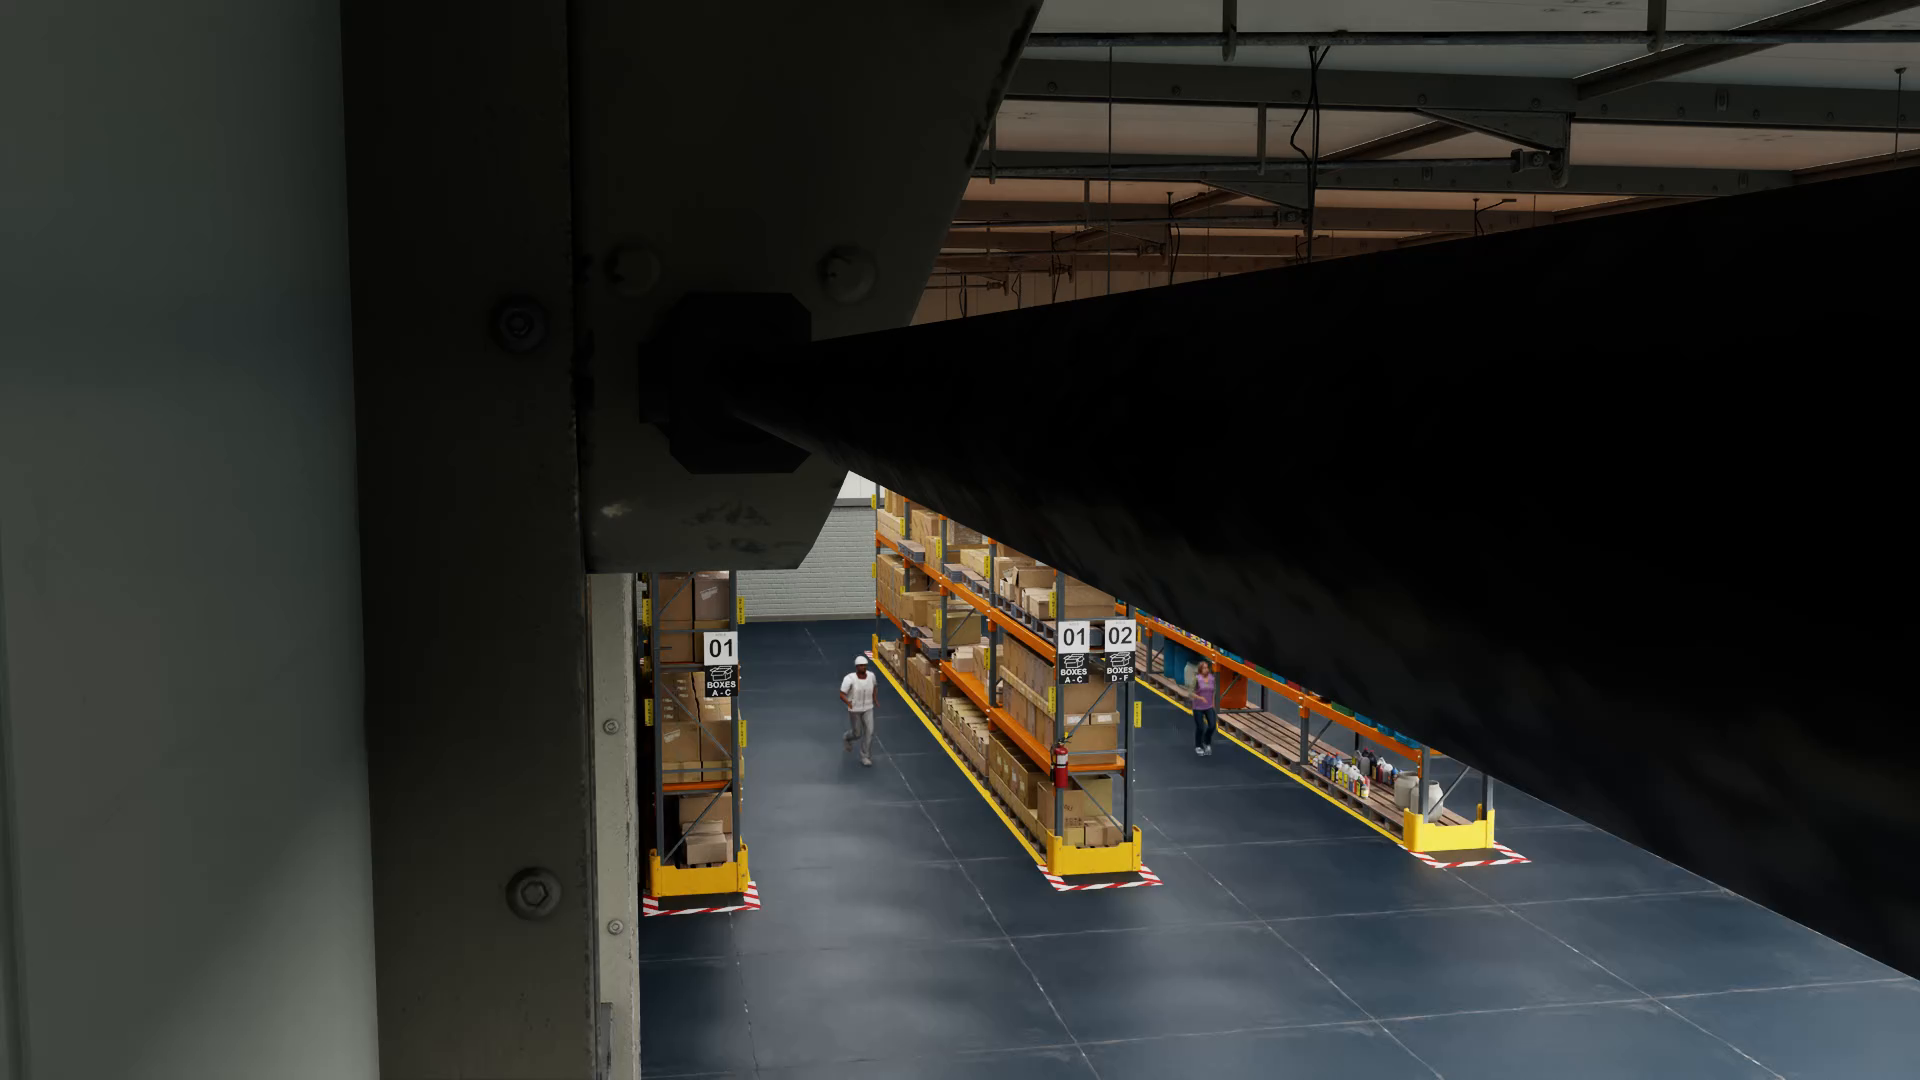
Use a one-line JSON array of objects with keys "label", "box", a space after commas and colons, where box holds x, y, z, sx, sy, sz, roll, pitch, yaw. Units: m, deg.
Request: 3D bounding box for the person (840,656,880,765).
[{"label": "person", "box": [-1.624, 2.717, 26.837, 0.688, 1.734, 0.829, -3, 6, -25]}]

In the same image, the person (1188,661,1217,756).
[{"label": "person", "box": [3.980, 2.756, 27.150, 0.530, 1.575, 0.631, -1, 6, -11]}]
